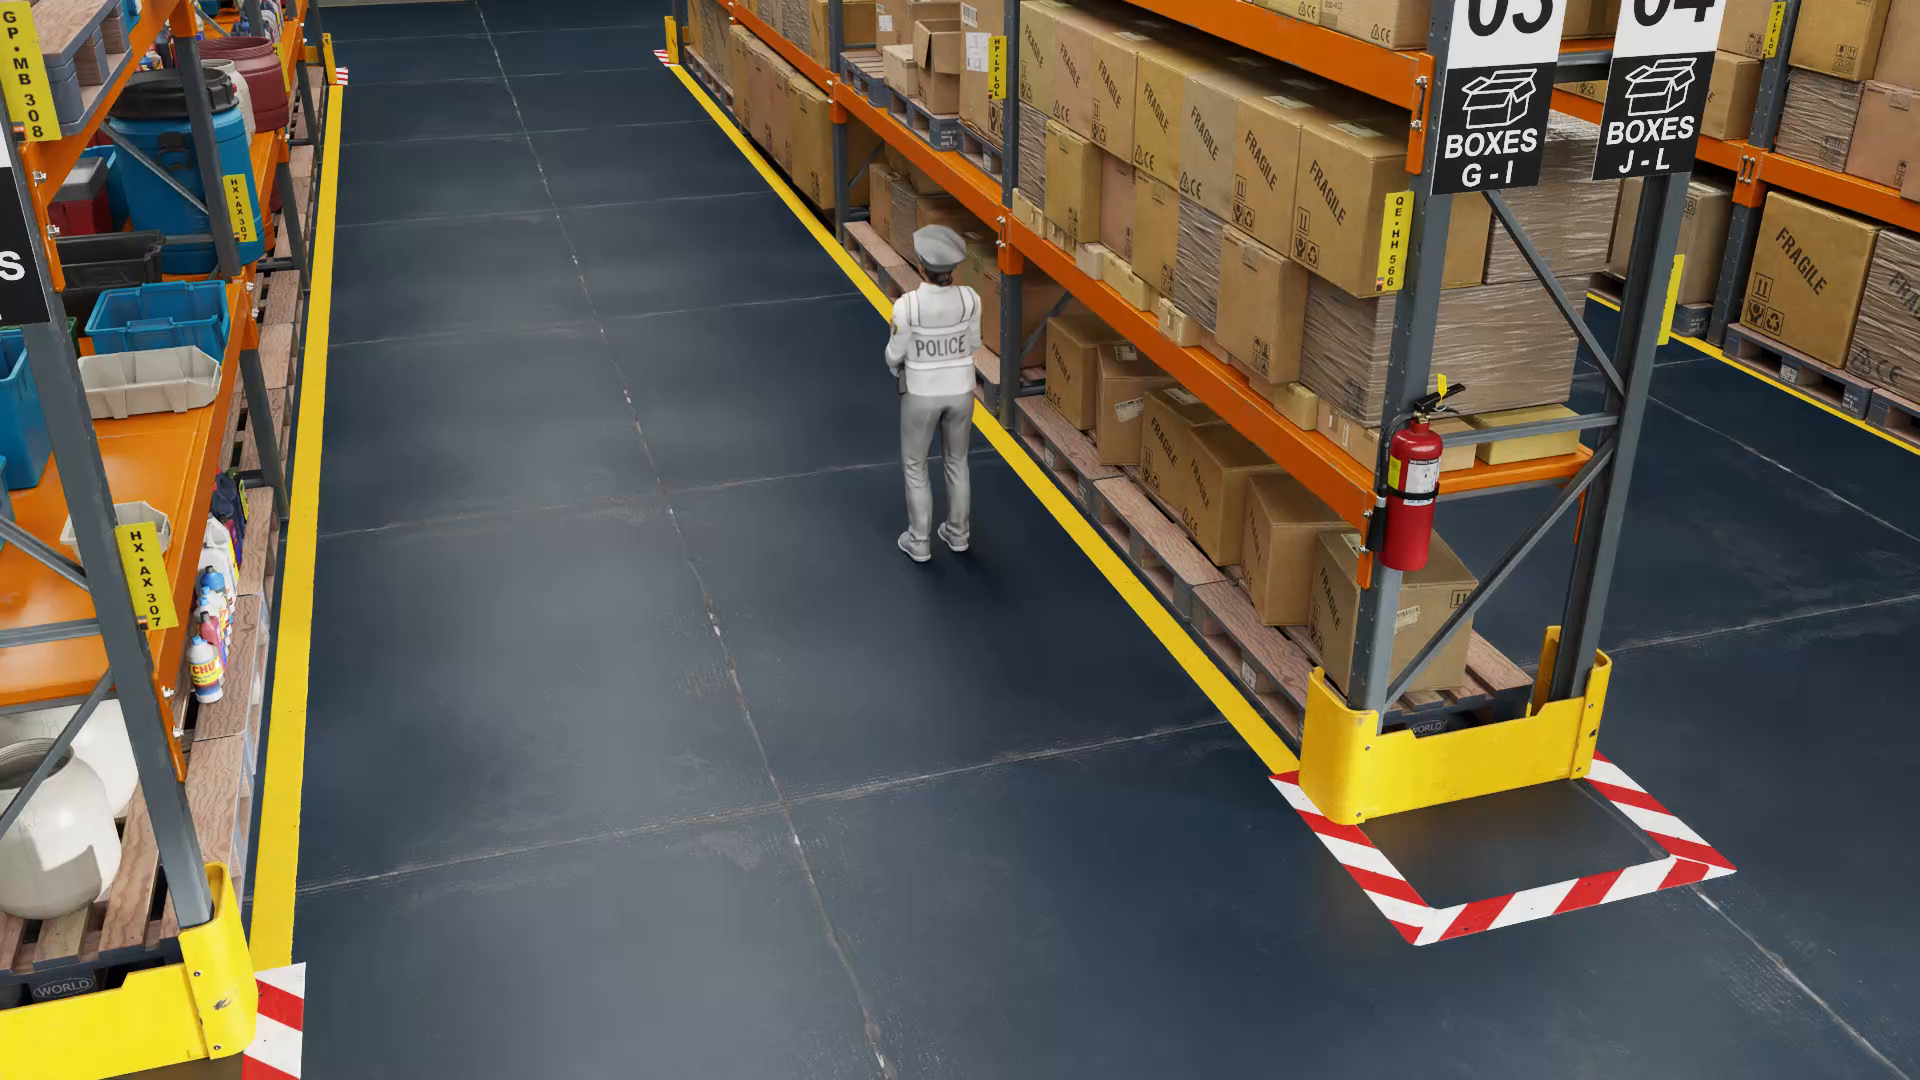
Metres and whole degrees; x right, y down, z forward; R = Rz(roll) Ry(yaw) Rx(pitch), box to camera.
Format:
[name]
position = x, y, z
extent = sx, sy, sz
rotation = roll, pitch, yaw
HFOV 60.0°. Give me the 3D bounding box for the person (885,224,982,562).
[person]
position = -0.131, -0.722, 8.033
extent = 0.461, 1.687, 0.563
rotation = -8, 28, -16
